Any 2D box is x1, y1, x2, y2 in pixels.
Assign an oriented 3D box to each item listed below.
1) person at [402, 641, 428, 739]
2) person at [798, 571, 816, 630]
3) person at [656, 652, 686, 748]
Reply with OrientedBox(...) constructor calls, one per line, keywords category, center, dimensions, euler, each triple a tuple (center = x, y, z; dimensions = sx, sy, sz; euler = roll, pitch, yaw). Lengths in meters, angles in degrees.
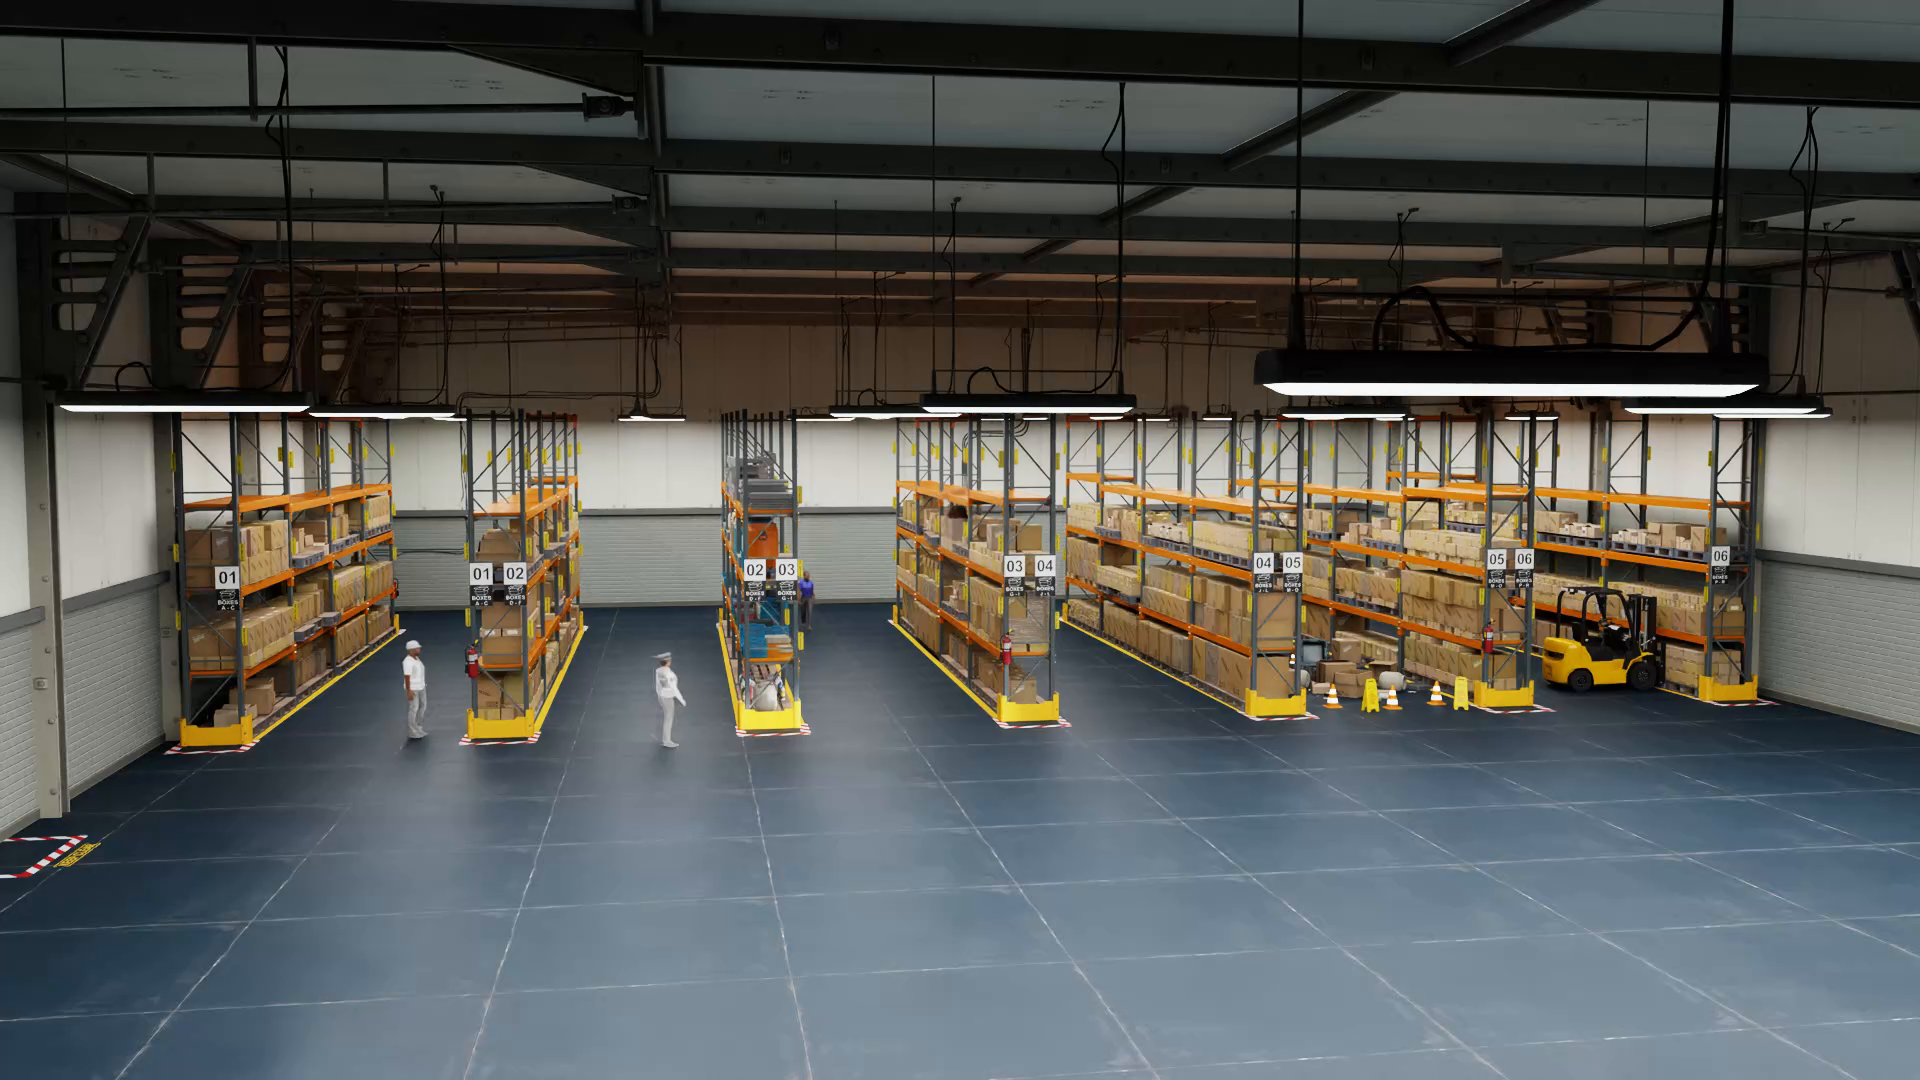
OrientedBox(category="person", center=(-9.957, 2.738, 30.393), dimensions=(0.421, 1.800, 0.630), euler=(1, 4, 10))
OrientedBox(category="person", center=(-4.270, 1.690, 46.379), dimensions=(0.499, 1.604, 0.926), euler=(0, 4, -6))
OrientedBox(category="person", center=(-5.135, 2.849, 29.539), dimensions=(0.501, 1.720, 0.553), euler=(-1, 4, -14))
